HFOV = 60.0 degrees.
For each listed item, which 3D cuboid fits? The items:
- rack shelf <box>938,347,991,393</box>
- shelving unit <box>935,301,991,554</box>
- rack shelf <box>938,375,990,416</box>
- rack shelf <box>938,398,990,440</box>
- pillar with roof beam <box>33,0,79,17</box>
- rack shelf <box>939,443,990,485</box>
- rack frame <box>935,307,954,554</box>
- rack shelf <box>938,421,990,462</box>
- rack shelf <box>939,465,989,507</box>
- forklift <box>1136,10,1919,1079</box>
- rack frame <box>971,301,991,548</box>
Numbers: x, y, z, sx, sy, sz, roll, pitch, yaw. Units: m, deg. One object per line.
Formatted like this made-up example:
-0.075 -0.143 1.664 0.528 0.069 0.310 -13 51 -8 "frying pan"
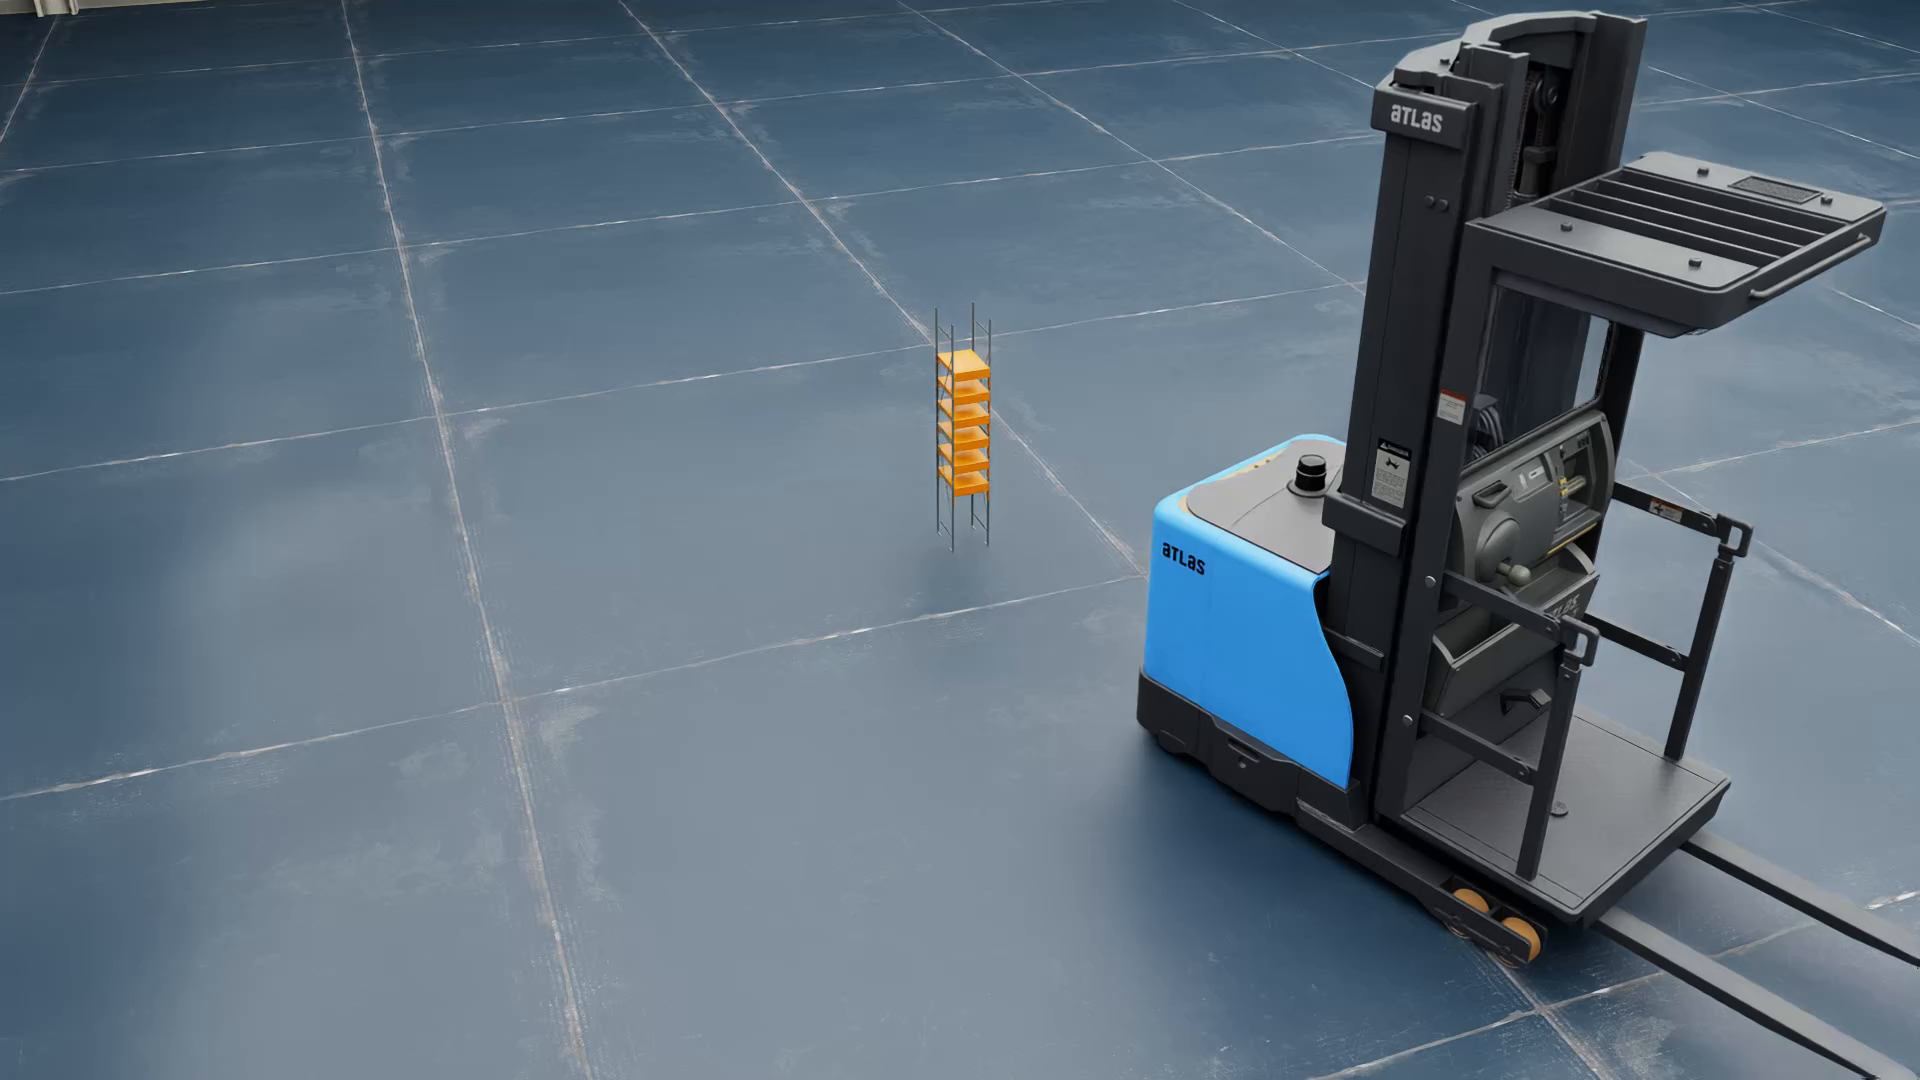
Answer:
0.014 -0.798 7.801 0.180 0.103 0.258 -10 31 -18 "rack shelf"
0.014 -0.524 7.957 0.189 1.200 0.258 -10 31 -18 "shelving unit"
0.014 -0.694 7.861 0.180 0.103 0.258 -10 31 -18 "rack shelf"
0.014 -0.589 7.920 0.180 0.103 0.258 -10 31 -18 "rack shelf"
-8.586 -7.815 12.876 0.400 9.000 9.100 -10 31 -18 "pillar with roof beam"
0.014 -0.381 8.039 0.180 0.103 0.258 -10 31 -18 "rack shelf"
-0.072 -0.508 7.930 0.006 1.200 0.240 -10 31 -18 "rack frame"
0.014 -0.485 7.979 0.180 0.103 0.258 -10 31 -18 "rack shelf"
0.014 -0.277 8.098 0.180 0.103 0.258 -10 31 -18 "rack shelf"
2.080 -0.099 5.463 1.130 2.935 3.031 -24 37 -35 "forklift"
0.099 -0.540 7.985 0.006 1.200 0.240 -10 31 -18 "rack frame"
